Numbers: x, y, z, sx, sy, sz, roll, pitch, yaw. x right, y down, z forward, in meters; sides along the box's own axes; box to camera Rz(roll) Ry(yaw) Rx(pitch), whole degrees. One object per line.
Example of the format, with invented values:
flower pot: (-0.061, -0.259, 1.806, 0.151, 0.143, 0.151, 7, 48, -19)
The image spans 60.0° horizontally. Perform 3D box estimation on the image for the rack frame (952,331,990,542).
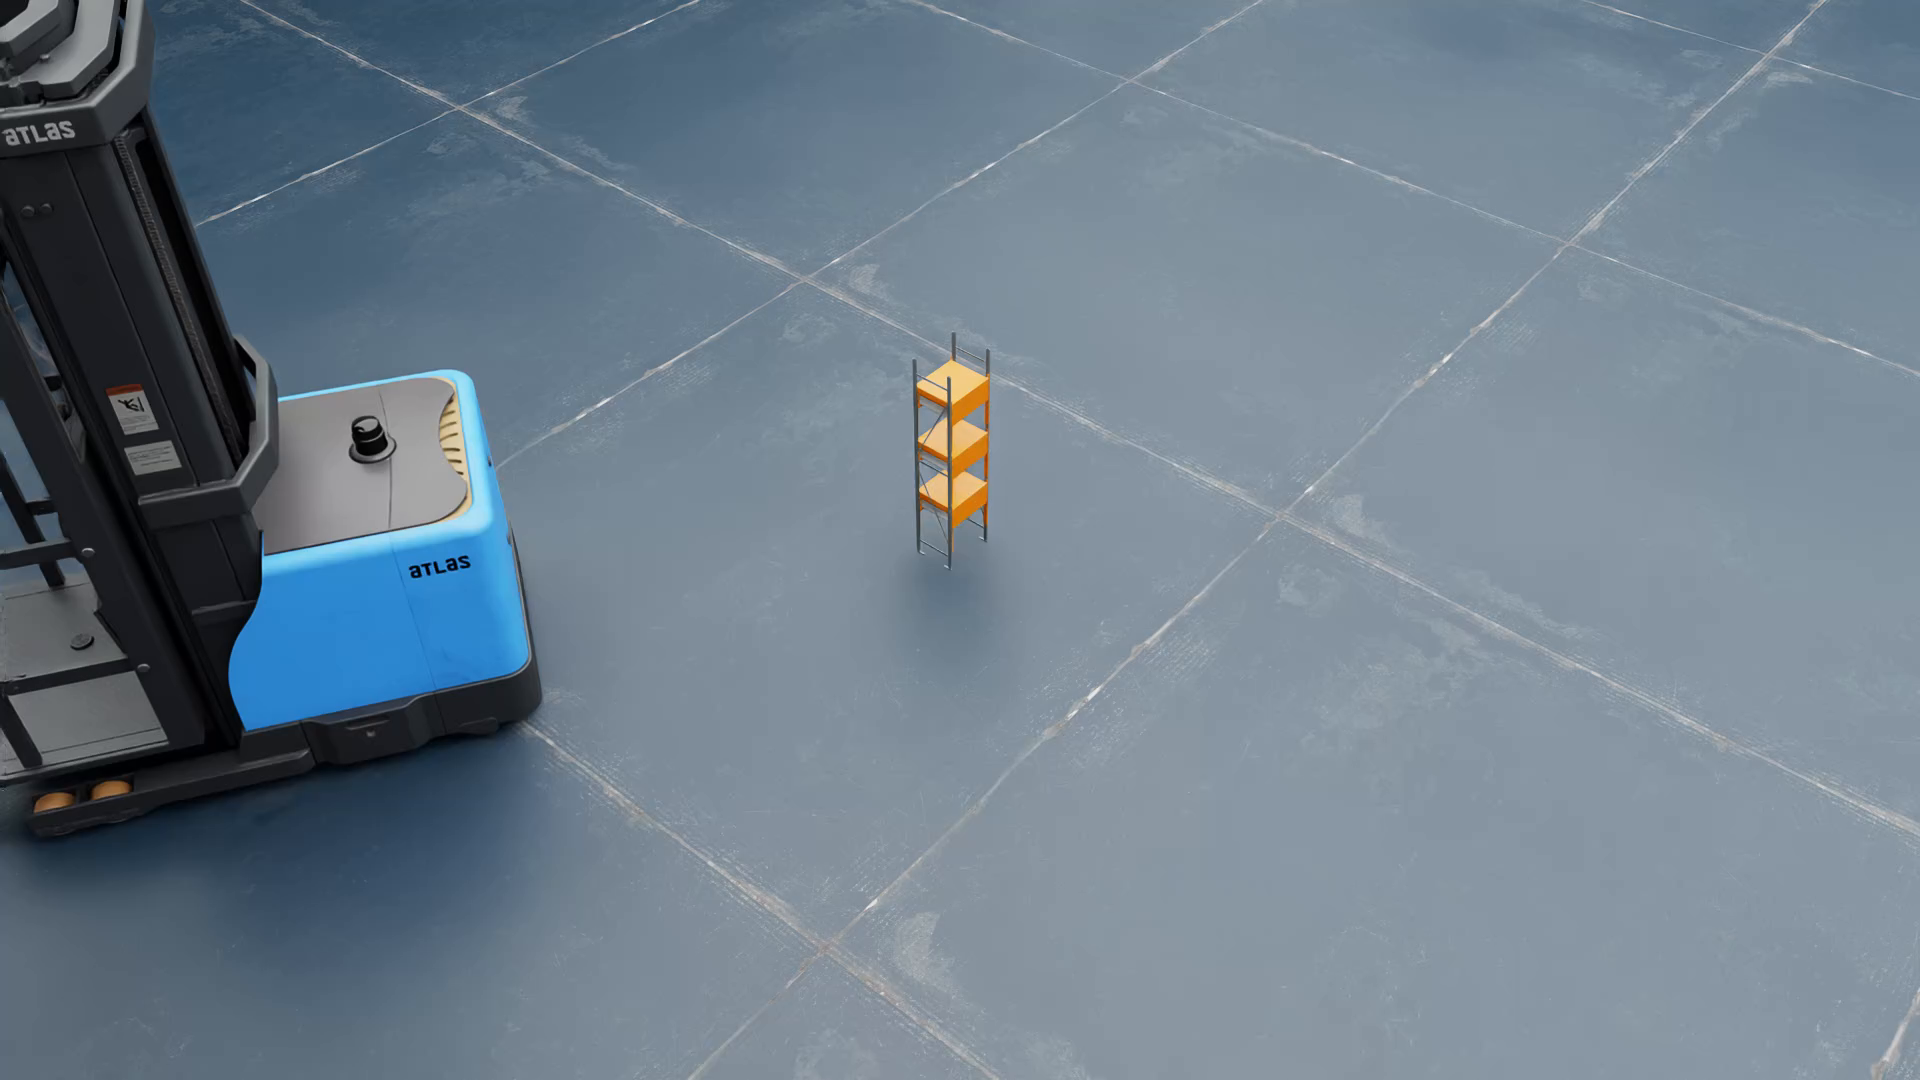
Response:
rack frame: (0.044, -0.424, 7.118, 0.200, 1.050, 0.008, 29, 50, 28)

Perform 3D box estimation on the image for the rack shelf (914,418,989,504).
rack shelf: (-0.034, -0.353, 7.056, 0.215, 0.259, 0.240, 29, 50, 28)

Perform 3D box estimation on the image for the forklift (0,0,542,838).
forklift: (-3.241, -0.381, 5.672, 3.031, 2.935, 1.130, -12, 44, -13)

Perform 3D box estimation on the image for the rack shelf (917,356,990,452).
rack shelf: (-0.034, -0.563, 6.865, 0.215, 0.259, 0.240, 29, 50, 28)

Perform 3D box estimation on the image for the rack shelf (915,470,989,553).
rack shelf: (-0.034, -0.147, 7.243, 0.215, 0.259, 0.240, 29, 50, 28)

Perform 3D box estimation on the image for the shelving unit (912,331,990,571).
shelving unit: (-0.034, -0.361, 7.049, 0.215, 1.050, 0.252, 29, 50, 28)

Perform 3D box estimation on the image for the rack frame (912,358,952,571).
rack frame: (-0.113, -0.298, 6.980, 0.200, 1.050, 0.008, 29, 50, 28)
